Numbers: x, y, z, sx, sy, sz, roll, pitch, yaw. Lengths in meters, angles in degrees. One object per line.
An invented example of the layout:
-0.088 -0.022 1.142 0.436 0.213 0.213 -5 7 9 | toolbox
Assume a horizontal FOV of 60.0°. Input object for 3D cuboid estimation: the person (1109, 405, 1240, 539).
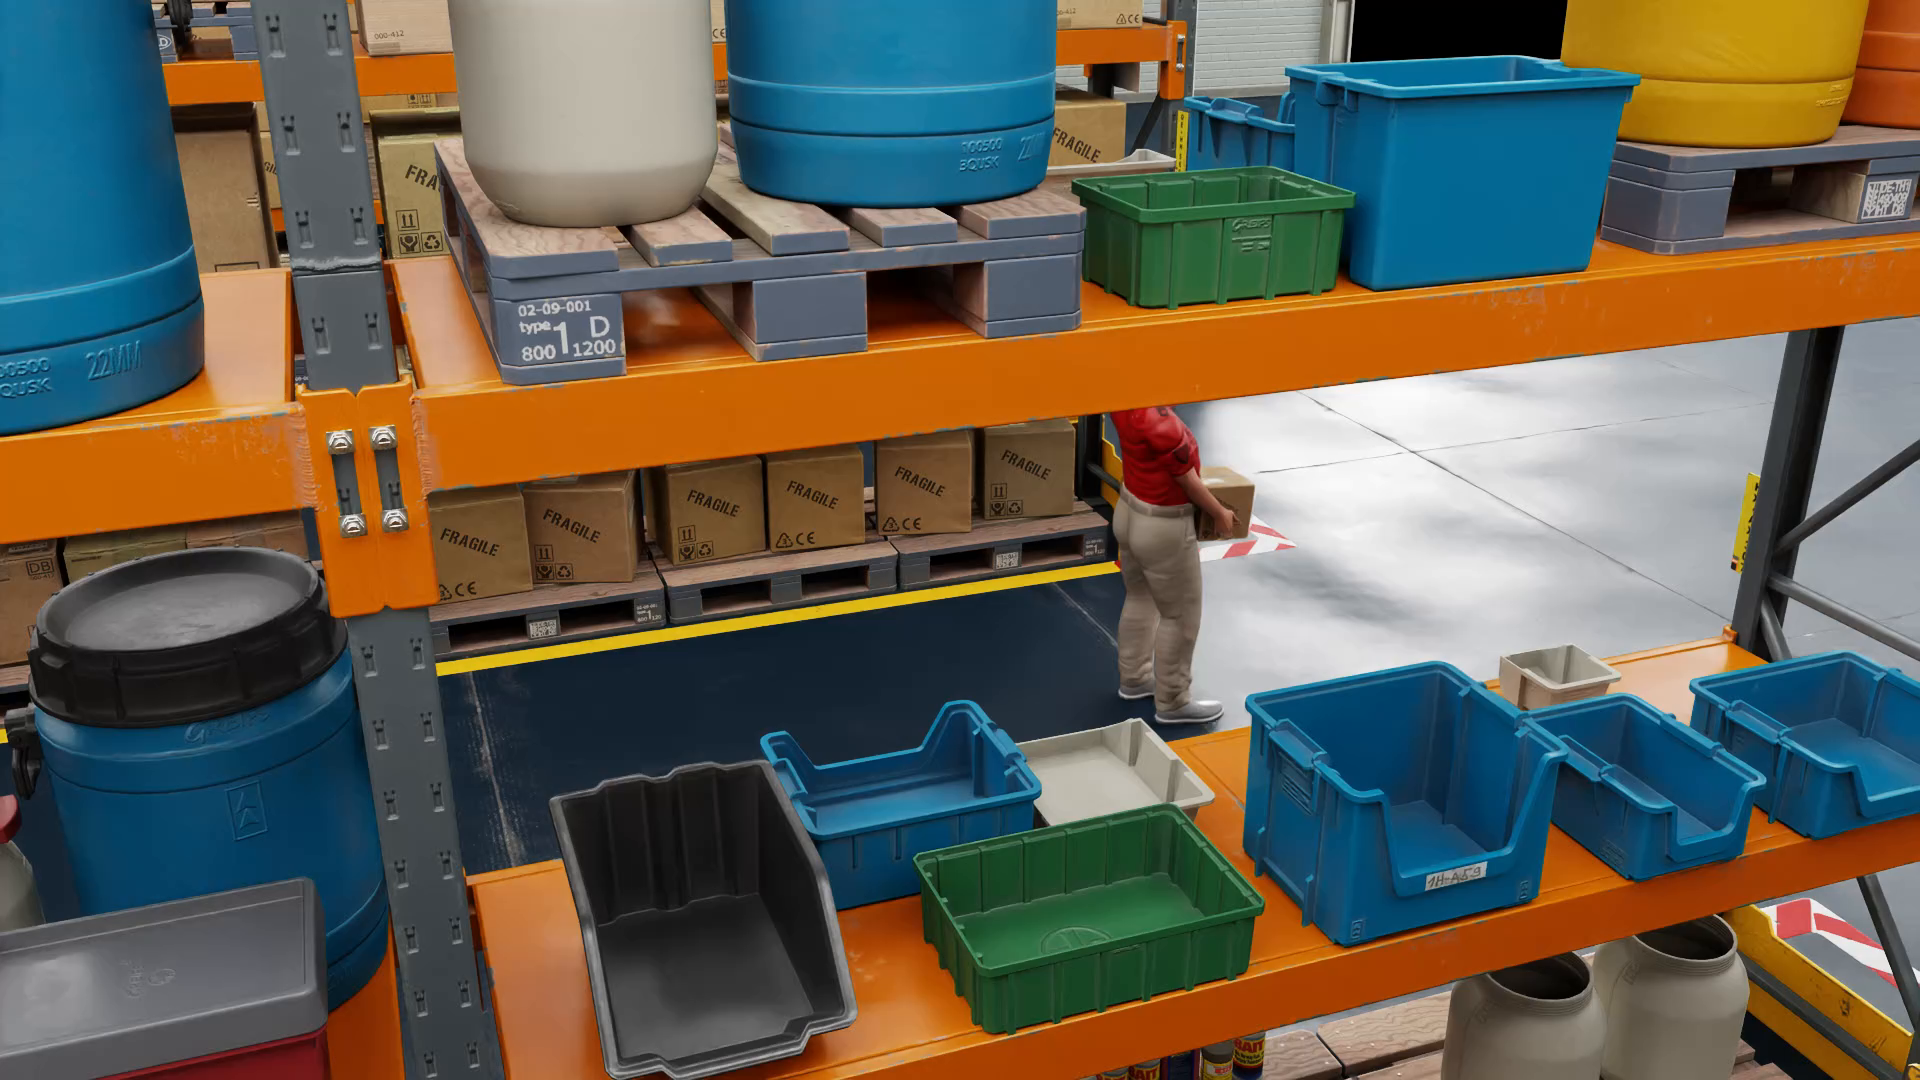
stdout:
0.924 -0.437 7.108 0.515 0.918 0.507 -8 24 -19 | person
